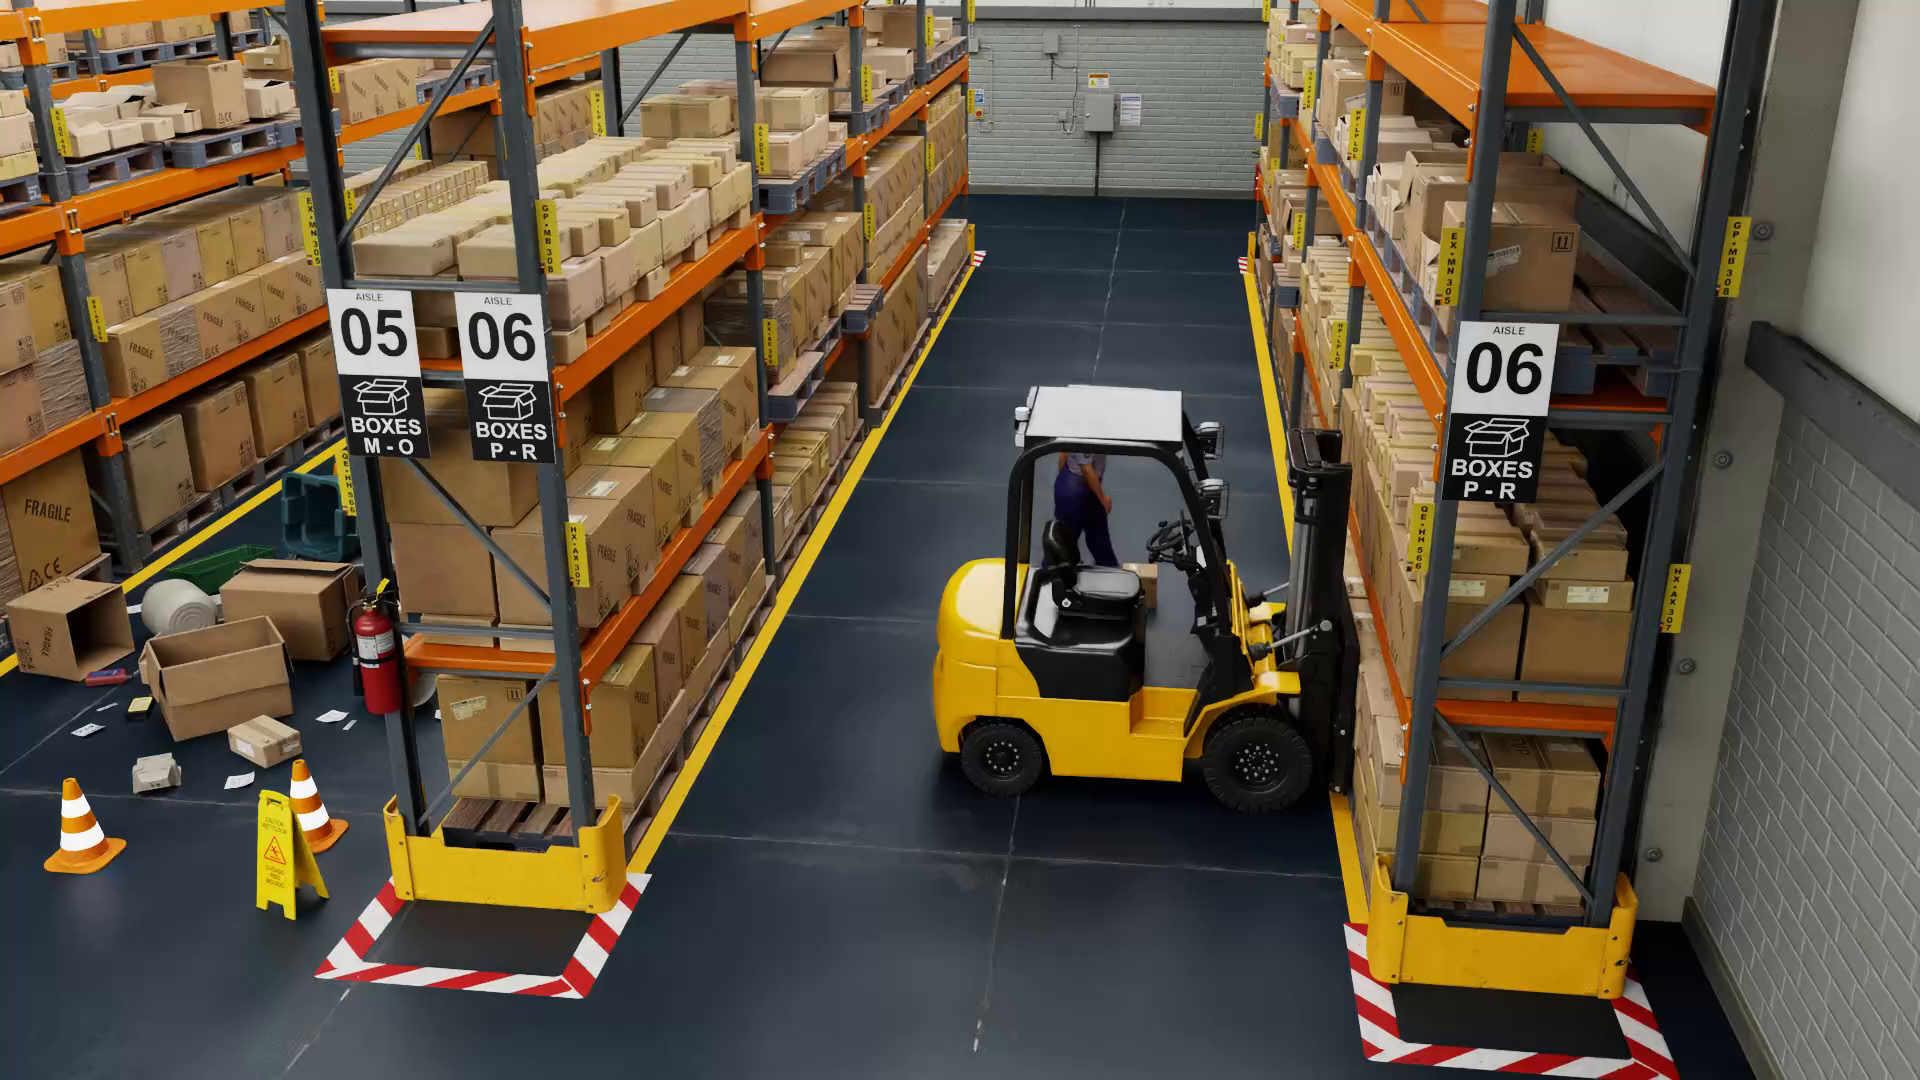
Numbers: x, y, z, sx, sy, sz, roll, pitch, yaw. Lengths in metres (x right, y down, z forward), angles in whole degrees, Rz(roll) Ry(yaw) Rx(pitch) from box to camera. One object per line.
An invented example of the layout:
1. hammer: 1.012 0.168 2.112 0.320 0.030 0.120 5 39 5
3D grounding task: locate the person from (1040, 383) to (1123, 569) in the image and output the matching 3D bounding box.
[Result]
1. person: 0.954 -0.298 11.971 0.815 1.523 0.499 0 21 1
